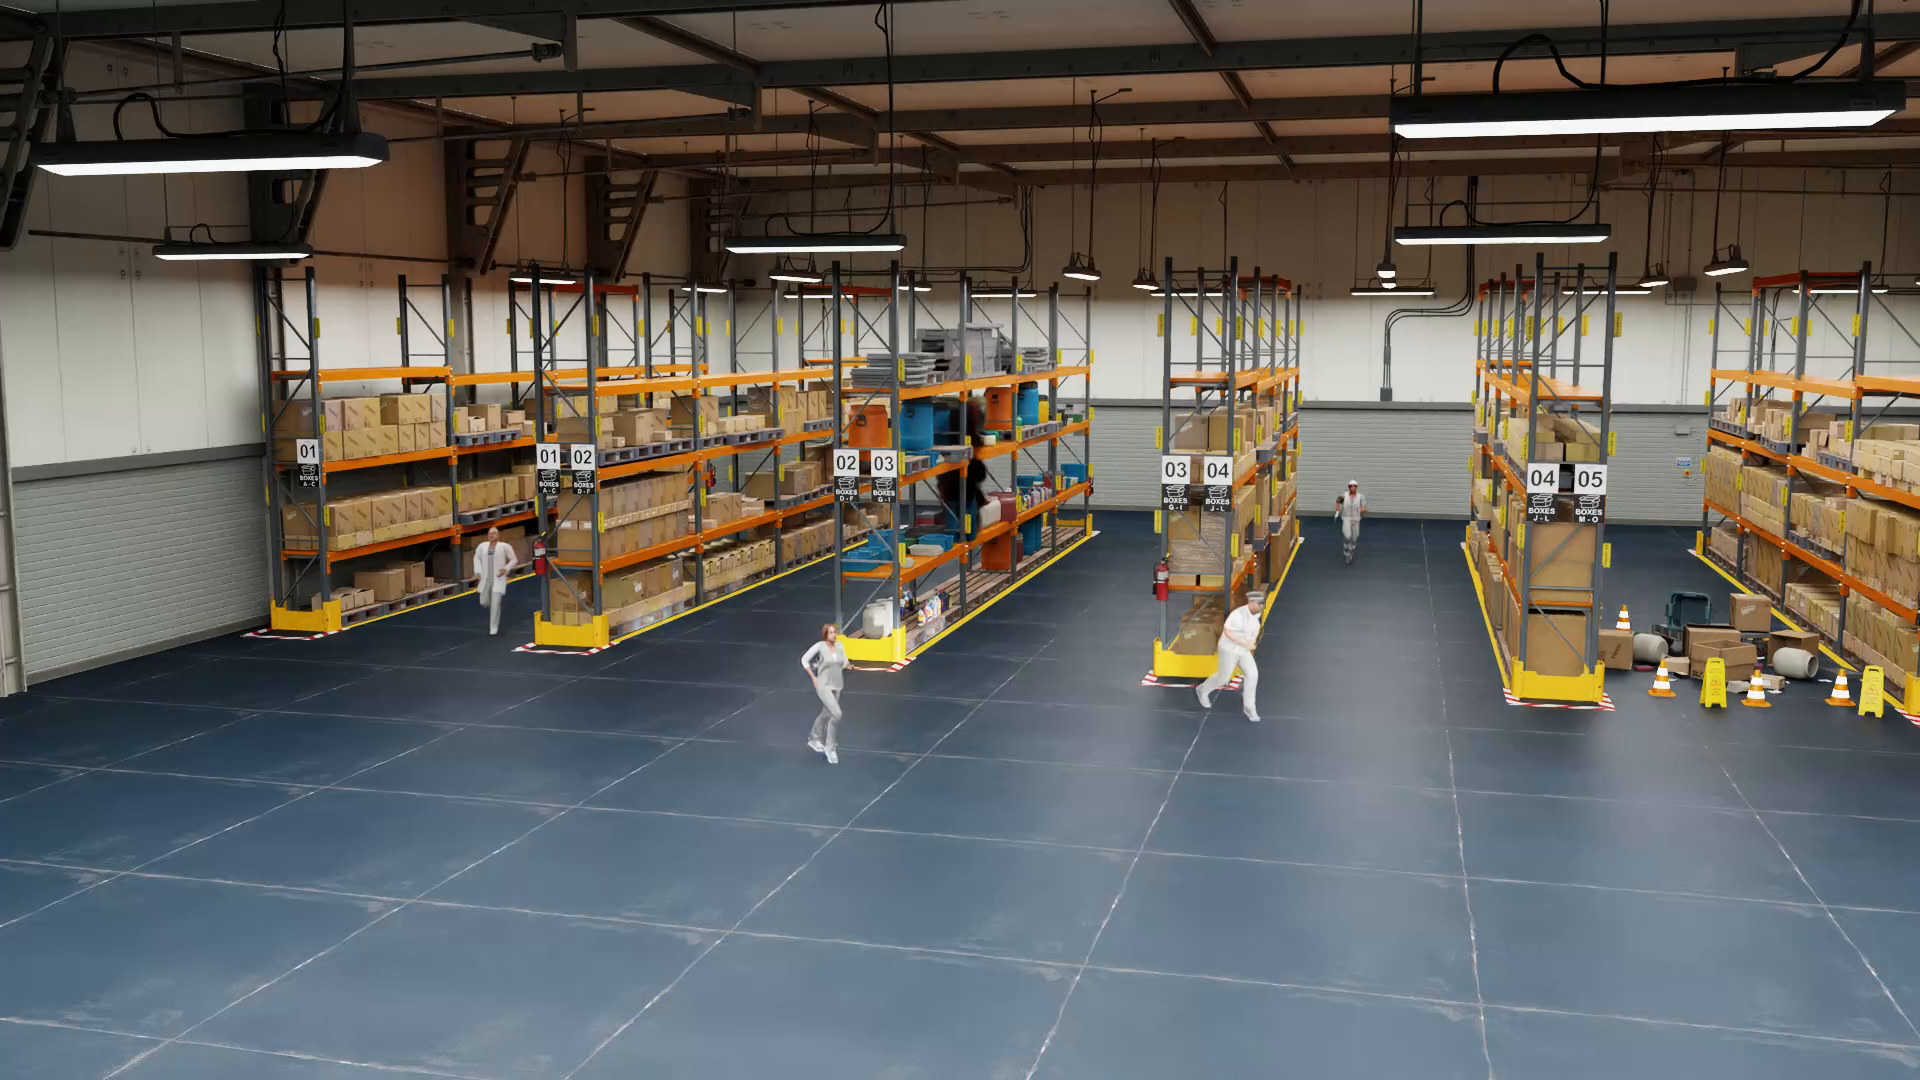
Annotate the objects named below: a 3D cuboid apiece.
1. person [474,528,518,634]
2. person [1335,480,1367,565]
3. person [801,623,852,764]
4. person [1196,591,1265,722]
[{"bbox_3d":[-7.732,0.654,27.660,0.746,1.737,0.677,1,7,5],"label":"person"},{"bbox_3d":[8.346,-0.382,35.500,0.644,1.811,0.824,1,7,4],"label":"person"},{"bbox_3d":[-1.524,1.771,19.412,0.507,1.648,0.710,-7,10,-44],"label":"person"},{"bbox_3d":[3.518,1.469,21.604,1.024,1.719,0.704,7,10,43],"label":"person"}]
